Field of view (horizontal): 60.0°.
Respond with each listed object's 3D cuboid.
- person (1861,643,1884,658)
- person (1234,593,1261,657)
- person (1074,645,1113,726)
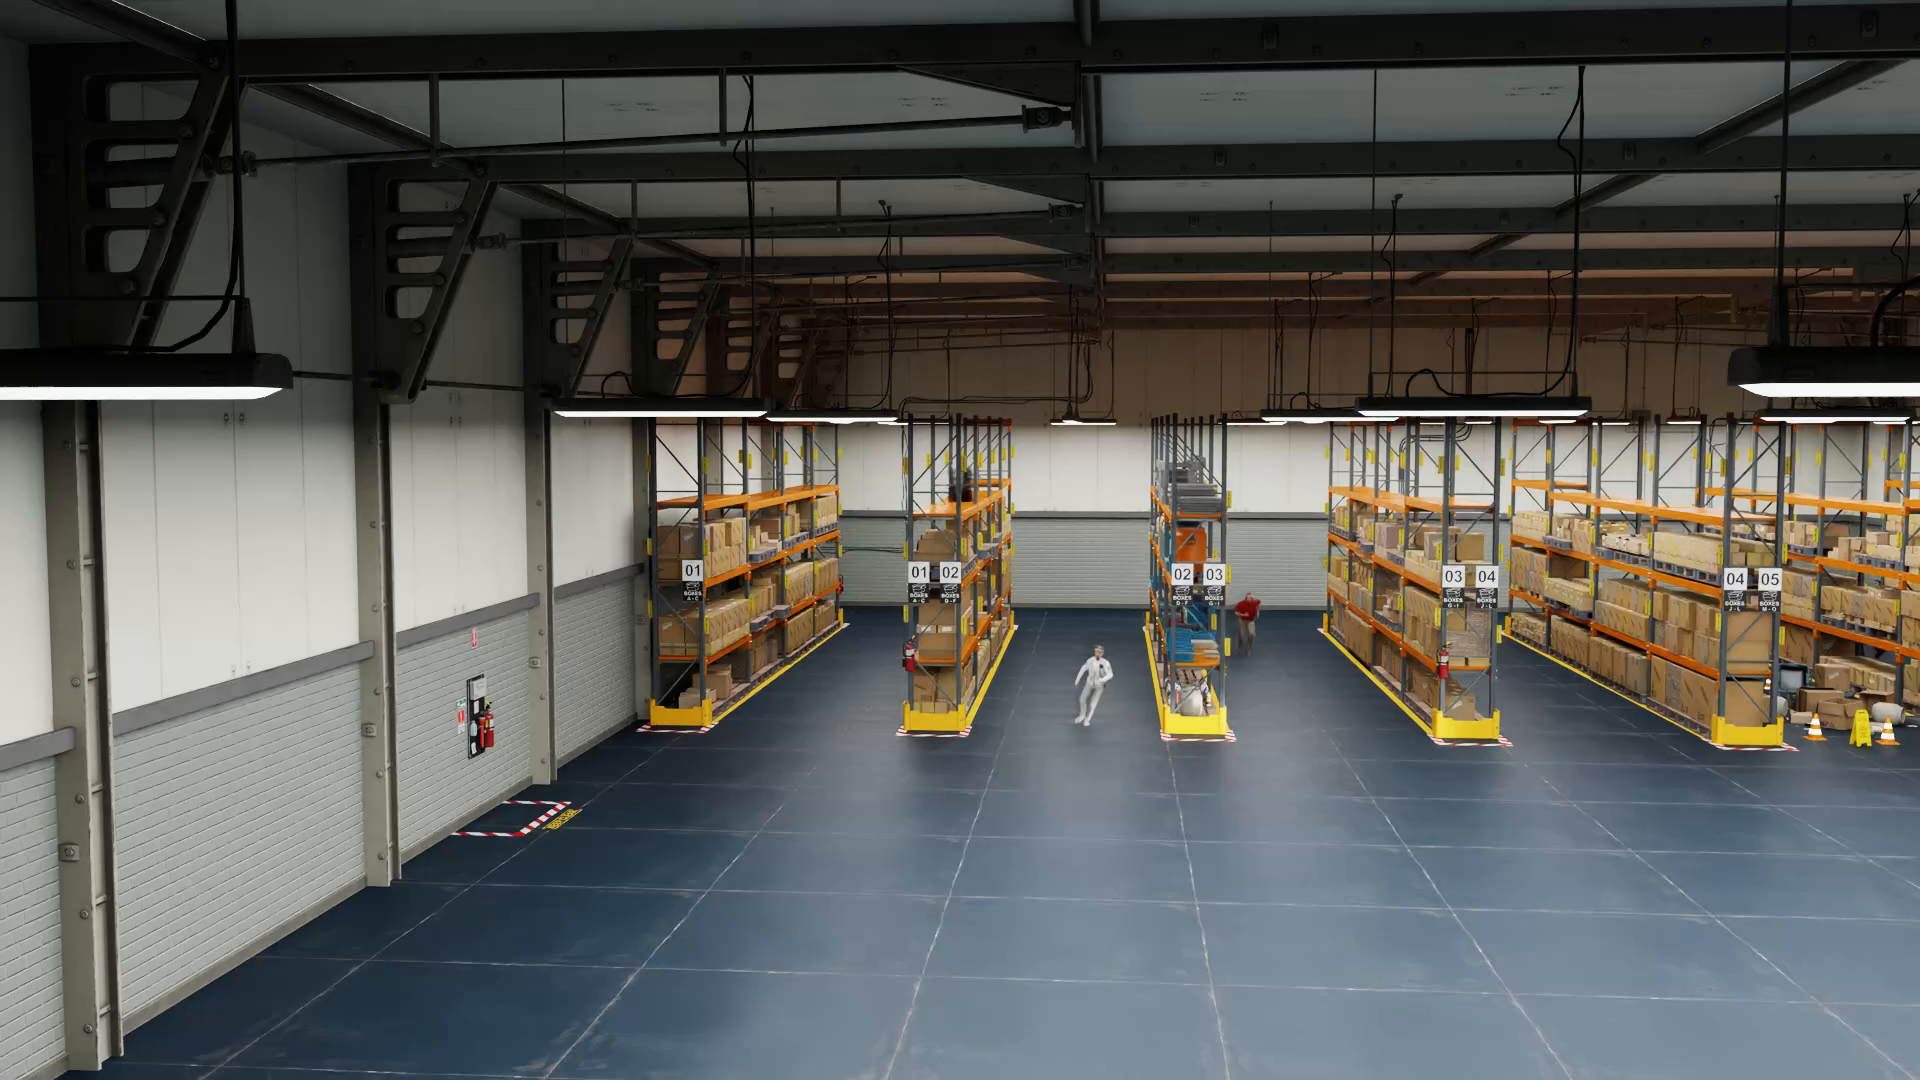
[{"bbox_3d":[22.583,2.155,41.296,0.601,1.608,0.790,-1,4,-15],"label":"person"},{"bbox_3d":[7.205,2.135,41.828,0.712,1.689,1.017,0,4,-7],"label":"person"},{"bbox_3d":[2.552,2.794,31.895,0.783,1.584,0.611,1,4,13],"label":"person"}]
